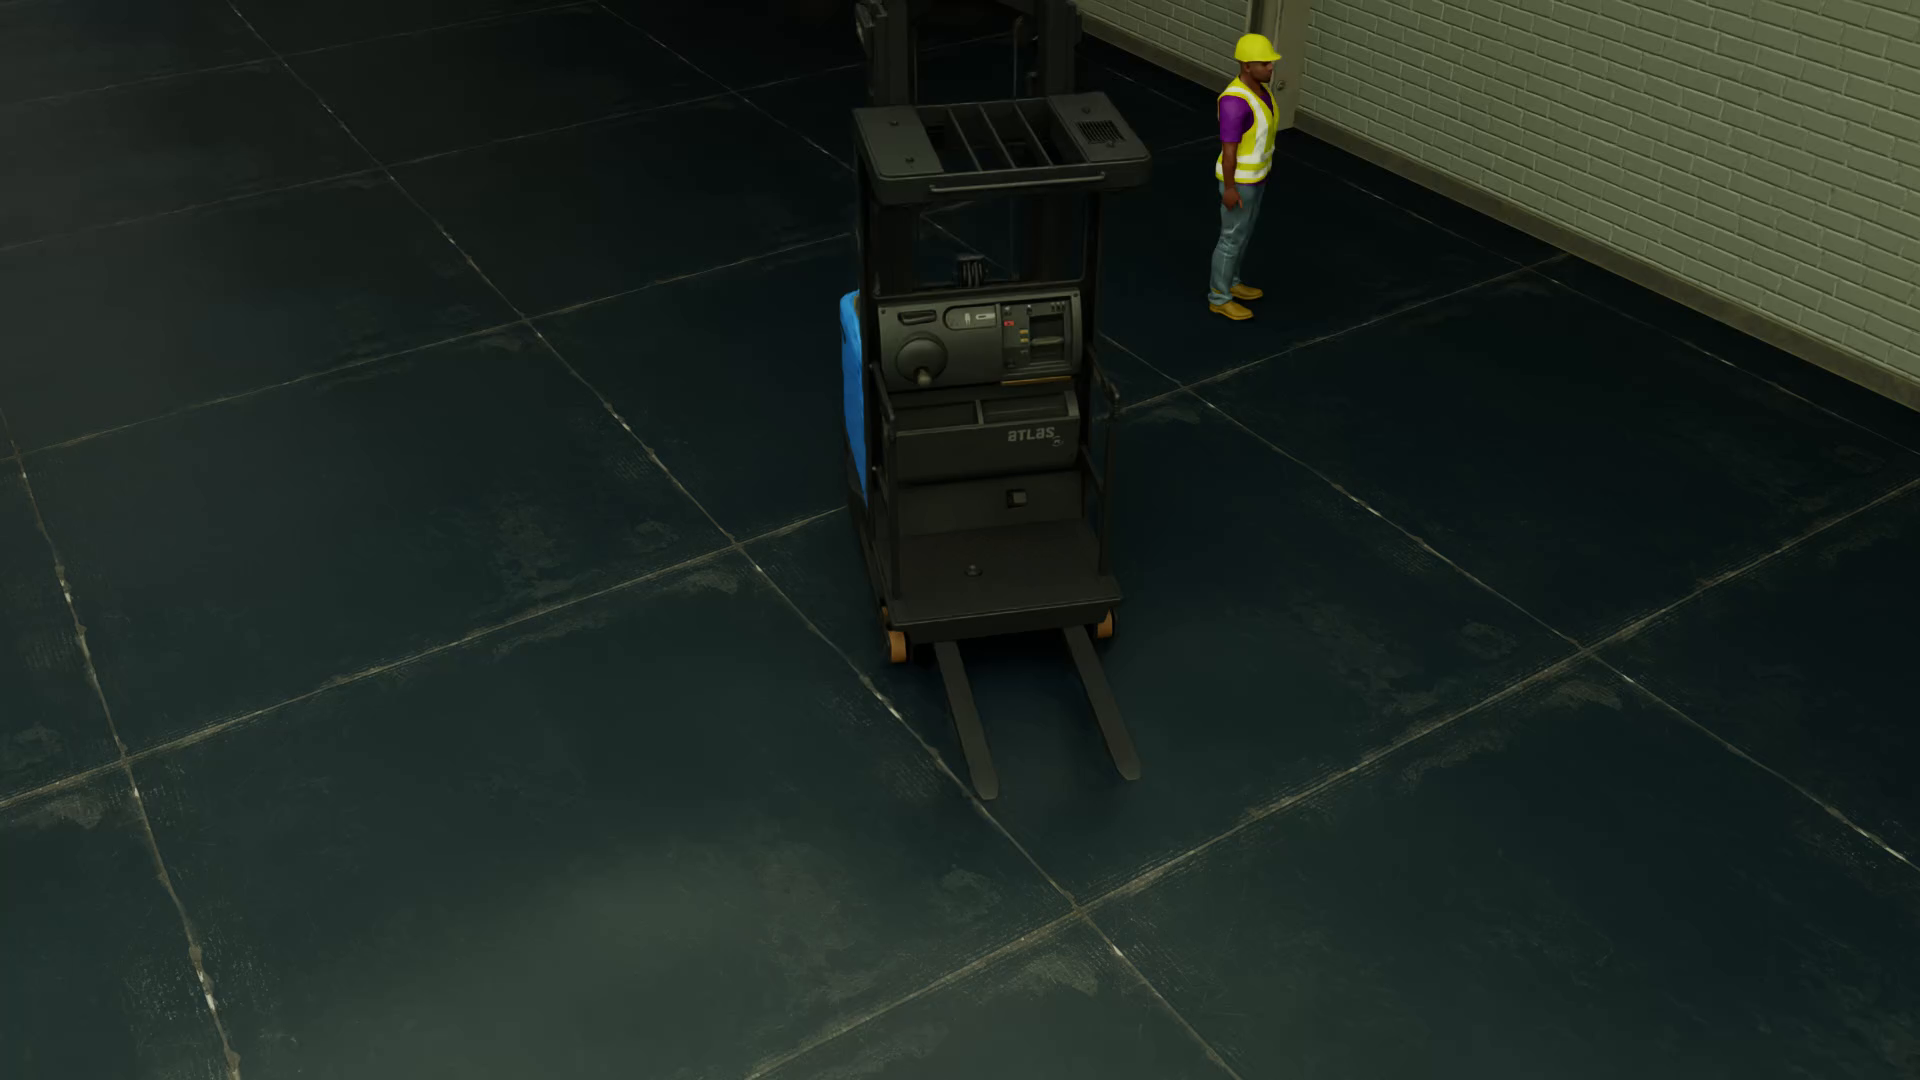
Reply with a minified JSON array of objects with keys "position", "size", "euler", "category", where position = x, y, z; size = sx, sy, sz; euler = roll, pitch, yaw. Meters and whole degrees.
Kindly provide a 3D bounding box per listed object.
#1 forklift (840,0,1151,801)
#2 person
[{"position":[0.138,-0.845,7.351],"size":[1.130,2.935,3.031],"euler":[-6,36,-9],"category":"forklift"},{"position":[1.788,-2.277,10.401],"size":[0.373,1.771,0.581],"euler":[14,37,19],"category":"person"}]
